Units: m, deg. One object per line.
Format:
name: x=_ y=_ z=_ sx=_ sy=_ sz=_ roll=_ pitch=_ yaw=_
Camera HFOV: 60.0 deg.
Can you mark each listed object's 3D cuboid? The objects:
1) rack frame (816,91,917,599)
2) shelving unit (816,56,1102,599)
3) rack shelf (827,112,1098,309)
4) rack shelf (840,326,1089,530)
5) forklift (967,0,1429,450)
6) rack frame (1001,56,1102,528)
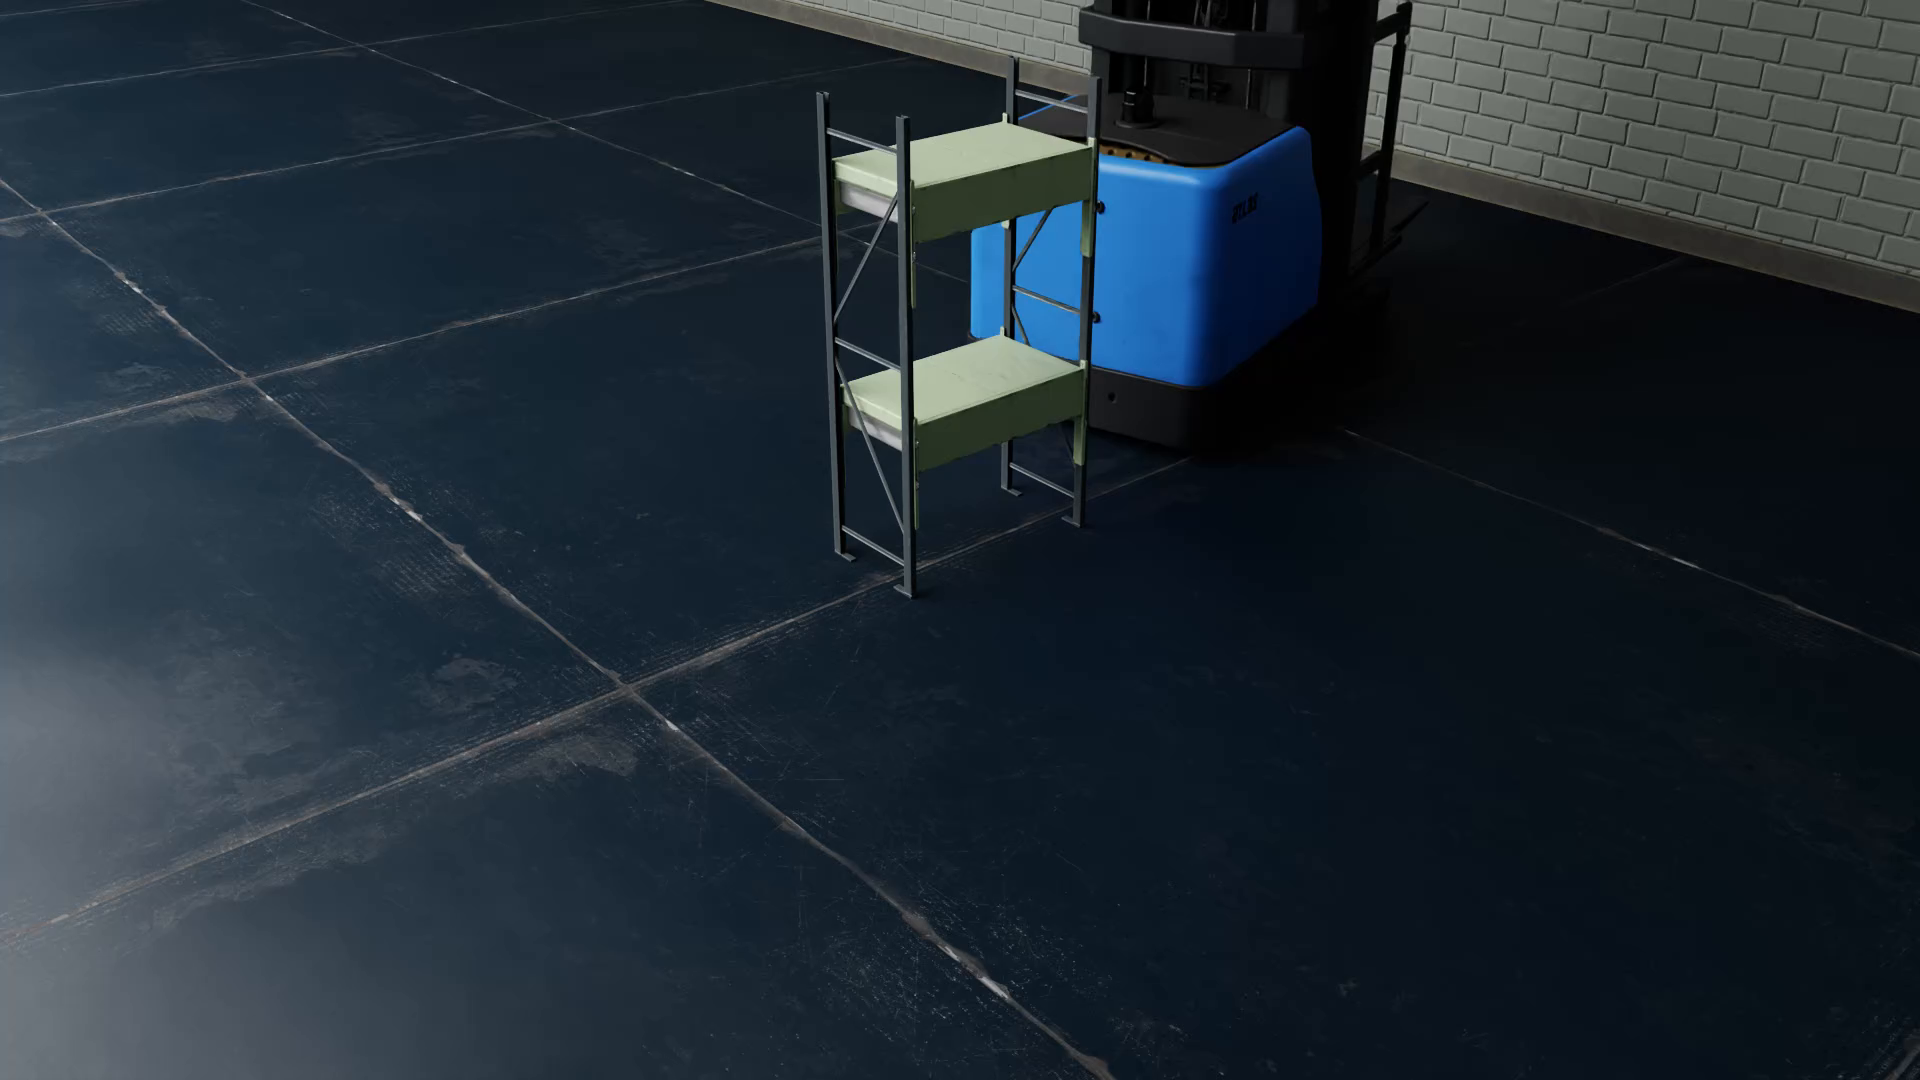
rack frame: x=-0.273 y=-0.552 z=4.986 sx=0.023 sy=1.500 sz=0.400 roll=-22 pitch=35 yaw=-35
shelving unit: x=0.005 y=-0.664 z=5.195 sx=0.755 sy=1.500 sz=0.431 roll=-22 pitch=35 yaw=-35
rack shelf: x=0.005 y=-1.008 z=5.011 sx=0.720 sy=0.370 sz=0.431 roll=-22 pitch=35 yaw=-35
rack shelf: x=0.005 y=-0.376 z=5.349 sx=0.720 sy=0.370 sz=0.431 roll=-22 pitch=35 yaw=-35
forklift: x=1.235 y=-2.270 z=6.683 sx=1.130 sy=2.935 sz=3.031 roll=16 pitch=32 yaw=28
rack frame: x=0.284 y=-0.775 z=5.405 sx=0.023 sy=1.500 sz=0.400 roll=-22 pitch=35 yaw=-35
